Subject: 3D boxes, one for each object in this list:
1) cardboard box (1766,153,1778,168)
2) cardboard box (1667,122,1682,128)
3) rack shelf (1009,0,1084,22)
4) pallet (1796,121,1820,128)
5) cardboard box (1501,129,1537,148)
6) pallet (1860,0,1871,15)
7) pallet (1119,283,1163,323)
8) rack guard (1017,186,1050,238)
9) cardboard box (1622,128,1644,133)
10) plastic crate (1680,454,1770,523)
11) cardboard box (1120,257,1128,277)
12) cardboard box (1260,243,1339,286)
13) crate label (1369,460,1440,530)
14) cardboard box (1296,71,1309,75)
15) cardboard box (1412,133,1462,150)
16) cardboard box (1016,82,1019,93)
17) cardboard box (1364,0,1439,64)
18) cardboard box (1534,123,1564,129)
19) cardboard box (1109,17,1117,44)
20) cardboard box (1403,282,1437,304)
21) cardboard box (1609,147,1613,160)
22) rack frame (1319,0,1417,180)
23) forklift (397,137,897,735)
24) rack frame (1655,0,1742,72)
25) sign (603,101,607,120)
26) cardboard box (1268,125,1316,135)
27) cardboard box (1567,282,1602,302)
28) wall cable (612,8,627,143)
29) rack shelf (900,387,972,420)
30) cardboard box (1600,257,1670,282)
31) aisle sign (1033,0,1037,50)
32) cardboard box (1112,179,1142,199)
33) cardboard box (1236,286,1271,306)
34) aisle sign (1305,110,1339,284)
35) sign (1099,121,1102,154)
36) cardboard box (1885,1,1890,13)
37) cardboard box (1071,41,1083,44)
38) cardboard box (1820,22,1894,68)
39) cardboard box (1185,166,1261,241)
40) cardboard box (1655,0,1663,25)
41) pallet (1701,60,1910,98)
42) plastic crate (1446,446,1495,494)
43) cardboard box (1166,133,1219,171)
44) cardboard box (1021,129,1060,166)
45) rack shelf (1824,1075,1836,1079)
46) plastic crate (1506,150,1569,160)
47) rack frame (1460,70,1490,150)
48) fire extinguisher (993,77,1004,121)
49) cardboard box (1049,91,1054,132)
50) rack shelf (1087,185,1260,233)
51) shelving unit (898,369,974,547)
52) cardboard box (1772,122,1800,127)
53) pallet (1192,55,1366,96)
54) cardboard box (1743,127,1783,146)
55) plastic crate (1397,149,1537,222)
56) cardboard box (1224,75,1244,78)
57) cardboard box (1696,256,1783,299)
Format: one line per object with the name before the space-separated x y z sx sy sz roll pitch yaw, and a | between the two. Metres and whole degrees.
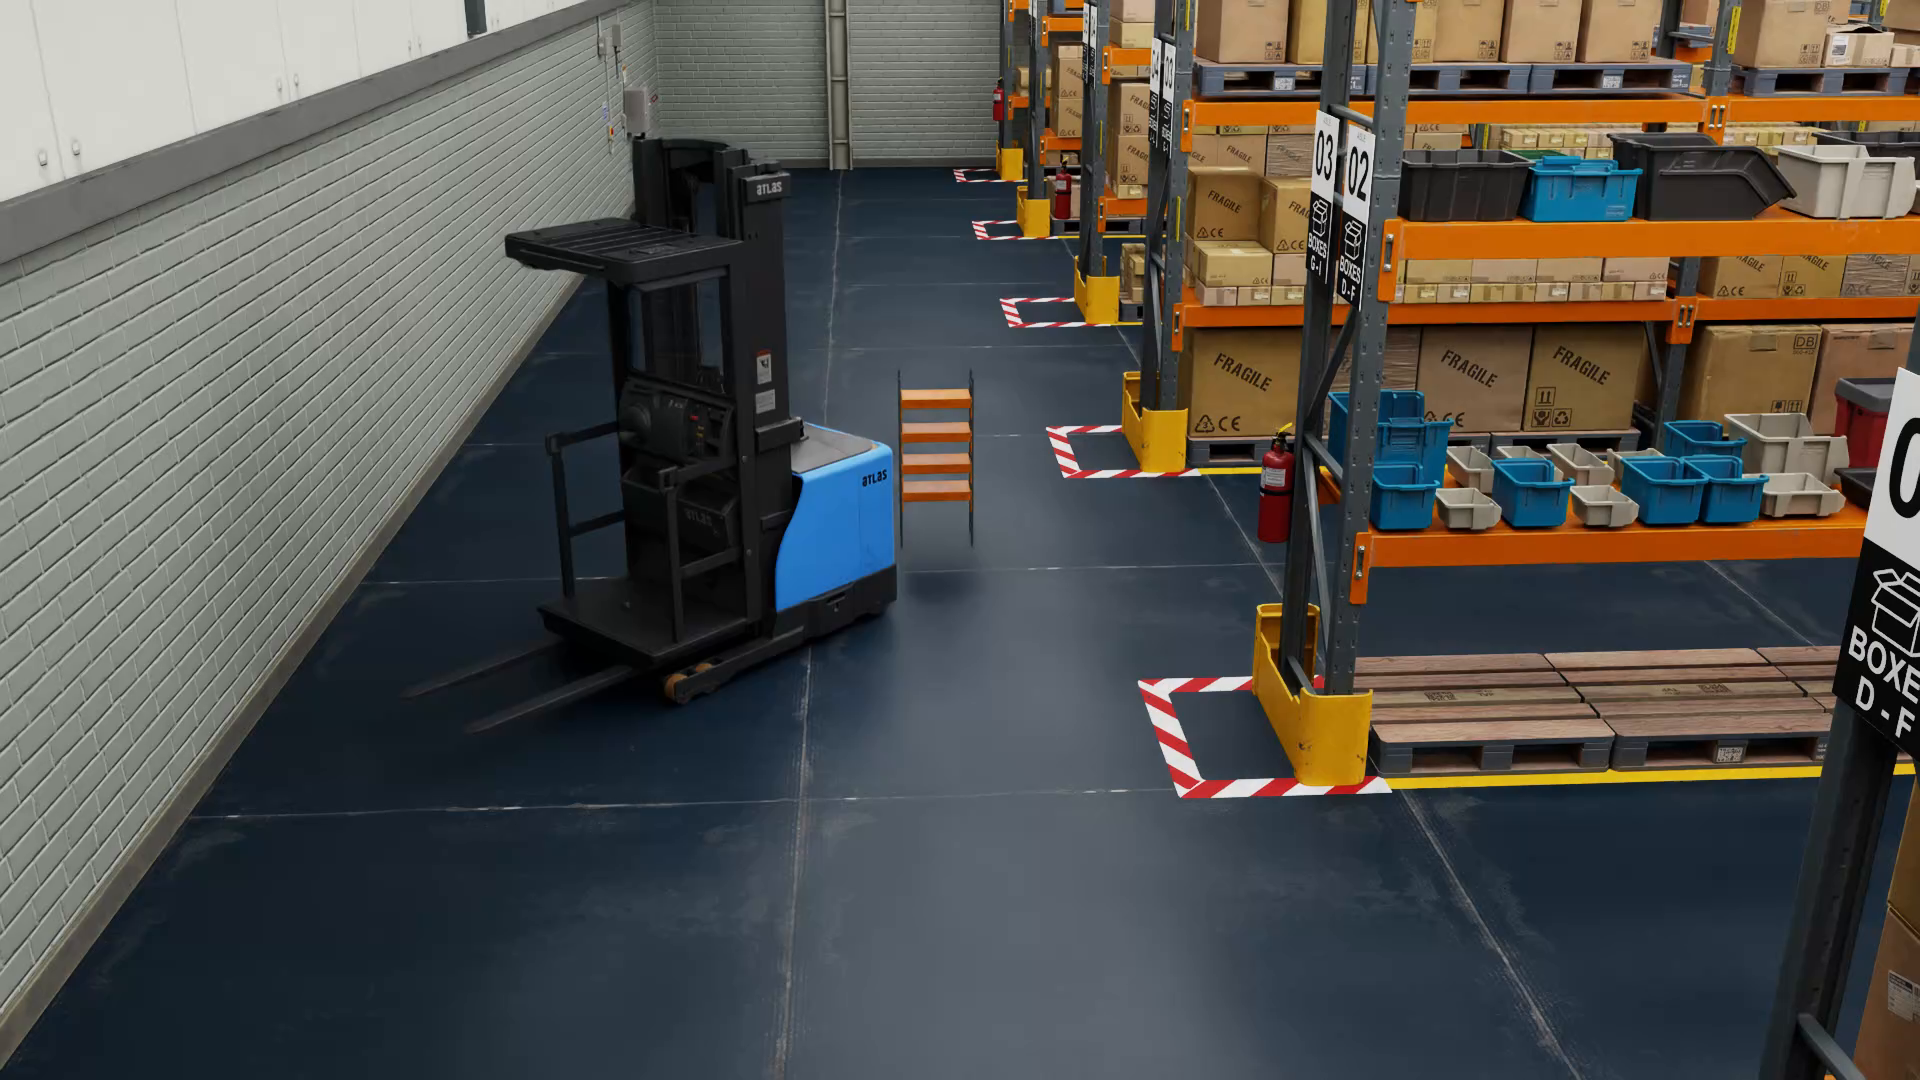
cardboard box | 6.220 -2.749 13.075 0.637 0.503 0.797 -2 21 -4
cardboard box | 7.609 -4.452 18.025 0.250 0.149 0.380 -1 21 -1
rack shelf | 2.733 -8.526 26.594 4.000 0.370 1.077 -1 21 -3
pallet | 10.984 -5.784 22.867 1.213 0.211 1.003 -1 21 -3
cardboard box | 5.820 -4.183 17.319 0.250 0.149 0.380 0 21 0
pallet | 12.381 -7.240 22.469 1.003 0.211 1.213 -1 21 -3
pallet | 2.296 -2.602 18.160 1.213 0.211 1.003 -1 21 -3
rack guard | 0.999 -4.488 22.706 0.348 0.500 1.175 -1 21 -3
cardboard box | 7.111 -4.210 17.389 0.250 0.149 0.380 0 21 -1
plastic crate | 3.751 -0.247 8.206 0.300 0.233 0.416 -1 21 -3
cardboard box | 1.918 -3.015 18.323 0.250 0.149 0.380 -2 21 -5
cardboard box | 2.602 -2.132 12.797 0.500 0.250 0.500 -1 21 -4
crate label | 2.137 -0.215 8.120 0.303 0.233 0.416 -1 21 -3
cardboard box | 4.562 -6.144 21.997 0.500 0.500 0.500 -1 21 -4
cardboard box | 4.934 -4.057 17.502 0.500 0.500 0.500 -1 21 -3
cardboard box | 1.052 -7.404 27.206 0.250 0.149 0.380 -1 21 -4
cardboard box | 3.187 -3.854 12.440 0.500 0.500 0.700 -3 21 -7
cardboard box | 6.316 -4.426 17.957 0.250 0.149 0.380 -2 21 -5
cardboard box | 1.846 -5.335 17.413 0.500 0.250 0.500 -2 21 -4
cardboard box | 3.498 -1.940 12.855 0.250 0.149 0.380 -2 21 -4
cardboard box | 6.865 -4.067 17.432 0.250 0.149 0.380 0 21 -1
rack frame | 1.872 -3.180 7.327 0.127 3.000 1.000 -1 21 -3
forklift | -1.744 -0.661 9.238 1.130 2.935 3.031 17 27 38
rack frame | 5.583 -5.021 12.162 0.127 3.000 1.000 -1 21 -3
sign | -4.663 -5.642 21.843 0.001 0.218 0.327 -1 21 -3
cardboard box | 3.403 -4.495 17.247 0.500 0.500 0.500 -2 21 -5
cardboard box | 4.784 -1.967 12.925 0.250 0.149 0.380 -2 21 -4
wall cable | -4.697 -6.512 23.082 0.122 1.984 0.588 -1 21 -3
rack shelf | -0.165 -0.925 11.259 0.480 0.148 0.258 -1 21 -3
cardboard box | 5.157 -2.184 12.935 0.500 0.250 0.500 -2 21 -4
aisle sign | 0.968 -6.767 21.525 0.004 0.787 0.394 -1 21 -3
cardboard box | 1.749 -3.673 17.405 0.250 0.149 0.380 -1 21 -3
cardboard box | 2.218 -1.914 12.787 0.250 0.149 0.380 -1 21 -4
aisle sign | 1.783 -1.694 8.202 0.004 0.787 0.394 -1 21 -3
sign | 1.438 -4.112 16.989 0.005 0.325 0.100 -1 21 -3
cardboard box | 9.736 -5.540 17.363 0.250 0.149 0.380 -2 21 -5
cardboard box | 1.622 -6.566 22.193 0.250 0.149 0.380 -1 21 -2
cardboard box | 6.683 -3.764 12.611 0.500 0.311 0.500 -2 21 -5
cardboard box | 2.061 -2.659 13.128 0.500 0.500 0.500 -1 21 -2
cardboard box | 6.950 -5.612 17.196 0.637 0.503 0.797 -1 21 -4
pallet | 6.495 -3.566 12.825 1.217 0.209 0.805 -2 21 -5
plastic crate | 2.676 -0.362 8.643 0.243 0.136 0.396 -1 21 -3
cardboard box | 2.404 -4.017 17.397 0.500 0.500 0.500 -1 21 -3
cardboard box | 1.352 -6.428 27.207 0.637 0.503 0.797 -2 21 -5
rack shelf | 4.148 1.679 4.008 4.000 0.370 1.077 -1 21 -3
plastic crate | 2.840 -1.801 8.218 0.336 0.188 0.450 -1 21 -3
rack frame | 5.400 -3.981 17.863 0.127 3.000 1.000 -1 21 -3
fire extinguisher | 0.616 -7.042 26.534 0.183 0.674 0.296 -1 21 -3
cardboard box | 1.490 -5.807 22.517 0.500 0.500 0.500 -1 21 -3
rack shelf | 3.404 -3.605 17.884 4.000 0.370 1.077 -1 21 -3
shelving unit | -0.165 -0.557 11.399 0.503 1.200 0.258 -1 21 -3
cardboard box | 8.917 -4.479 18.096 0.250 0.149 0.380 -1 21 -3
pallet | 2.329 -3.515 12.547 1.213 0.211 1.003 -1 21 -3
cardboard box | 8.418 -4.237 17.461 0.250 0.149 0.380 -1 21 -1
plastic crate | 2.272 -1.626 7.645 0.590 0.269 0.497 -1 21 -3
cardboard box | 2.874 -4.675 17.720 0.500 0.500 0.500 0 21 0
cardboard box | 6.056 -2.185 13.003 0.500 0.500 0.500 -1 21 -3
